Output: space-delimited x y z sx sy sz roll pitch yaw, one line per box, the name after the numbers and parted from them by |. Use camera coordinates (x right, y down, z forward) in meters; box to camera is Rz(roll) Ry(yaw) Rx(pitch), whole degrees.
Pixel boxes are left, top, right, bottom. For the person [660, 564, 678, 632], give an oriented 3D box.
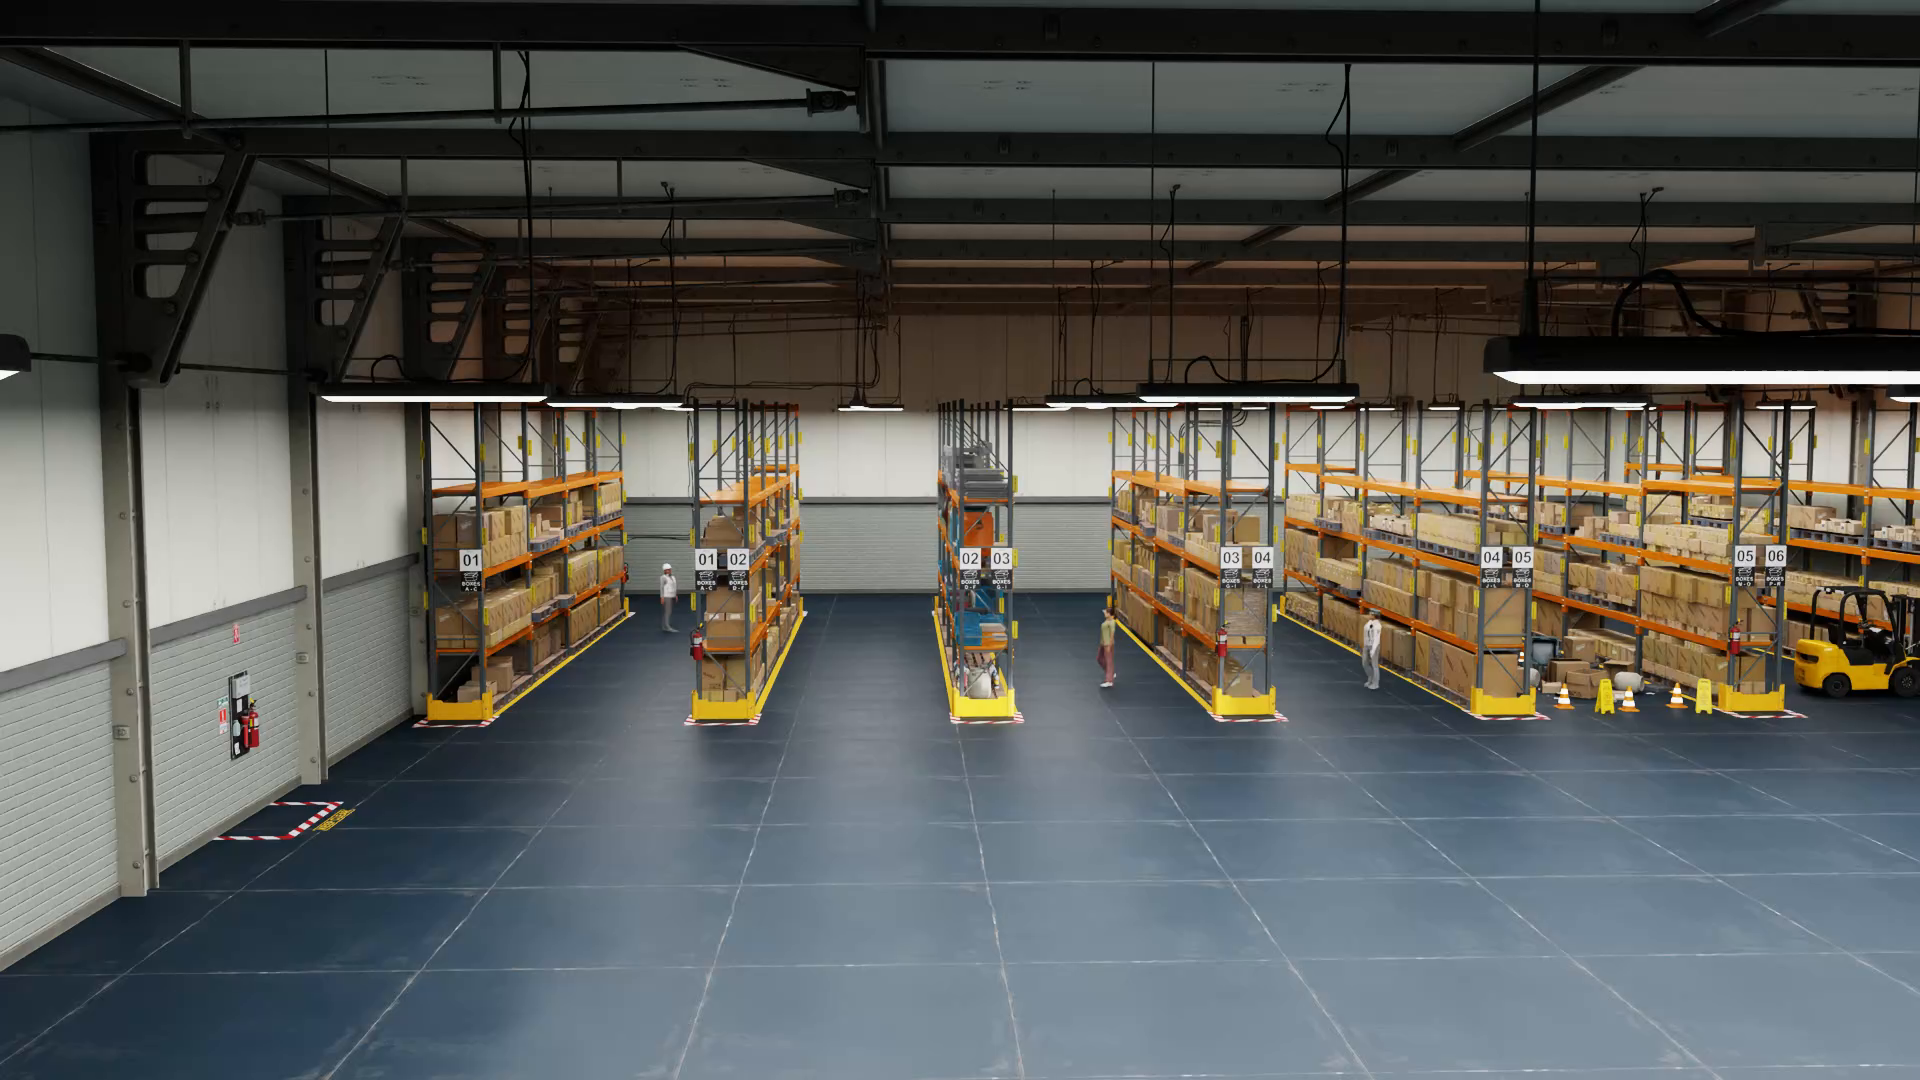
-7.673 1.512 43.840 0.421 1.780 0.558 1 4 12 | person

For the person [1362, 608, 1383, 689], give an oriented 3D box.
8.611 2.256 34.742 0.413 1.678 0.547 -2 5 -27 | person

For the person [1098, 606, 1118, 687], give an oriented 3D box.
3.118 2.234 35.029 0.439 1.699 0.563 -2 5 -23 | person
